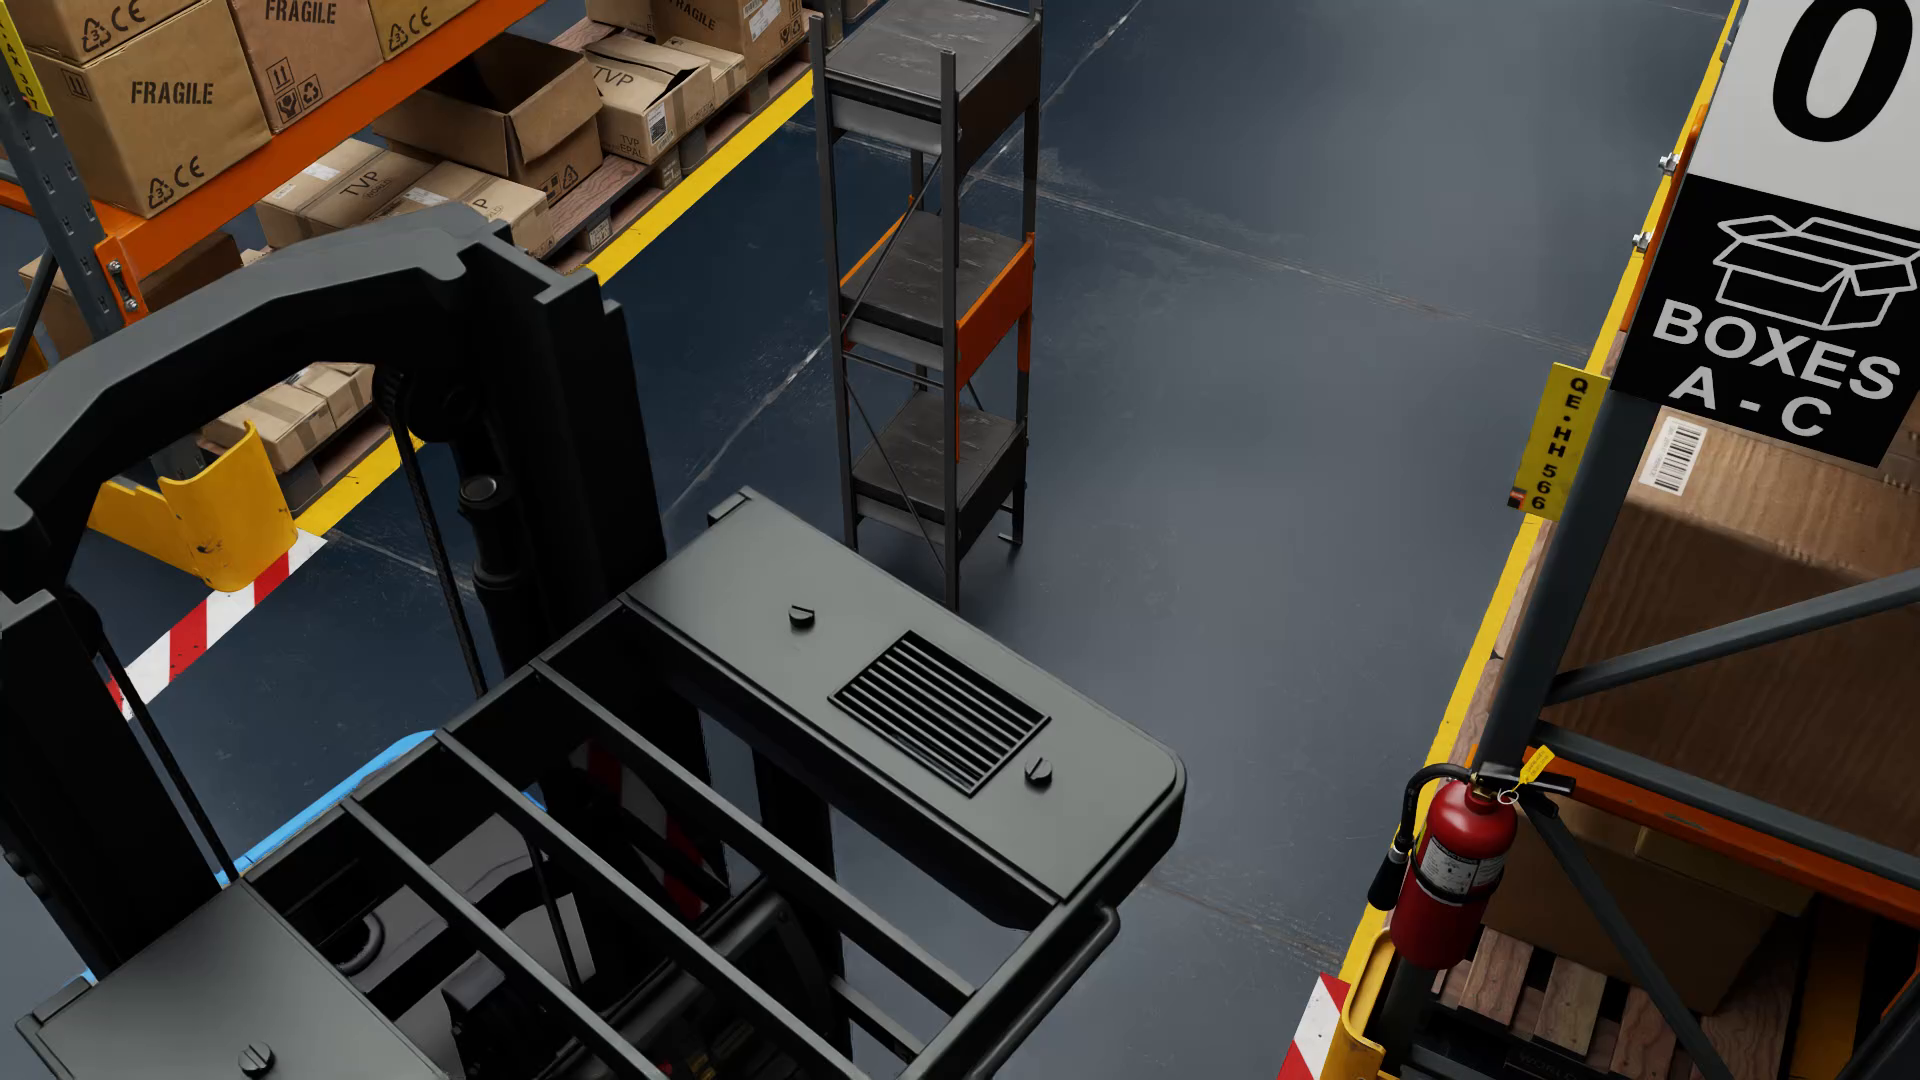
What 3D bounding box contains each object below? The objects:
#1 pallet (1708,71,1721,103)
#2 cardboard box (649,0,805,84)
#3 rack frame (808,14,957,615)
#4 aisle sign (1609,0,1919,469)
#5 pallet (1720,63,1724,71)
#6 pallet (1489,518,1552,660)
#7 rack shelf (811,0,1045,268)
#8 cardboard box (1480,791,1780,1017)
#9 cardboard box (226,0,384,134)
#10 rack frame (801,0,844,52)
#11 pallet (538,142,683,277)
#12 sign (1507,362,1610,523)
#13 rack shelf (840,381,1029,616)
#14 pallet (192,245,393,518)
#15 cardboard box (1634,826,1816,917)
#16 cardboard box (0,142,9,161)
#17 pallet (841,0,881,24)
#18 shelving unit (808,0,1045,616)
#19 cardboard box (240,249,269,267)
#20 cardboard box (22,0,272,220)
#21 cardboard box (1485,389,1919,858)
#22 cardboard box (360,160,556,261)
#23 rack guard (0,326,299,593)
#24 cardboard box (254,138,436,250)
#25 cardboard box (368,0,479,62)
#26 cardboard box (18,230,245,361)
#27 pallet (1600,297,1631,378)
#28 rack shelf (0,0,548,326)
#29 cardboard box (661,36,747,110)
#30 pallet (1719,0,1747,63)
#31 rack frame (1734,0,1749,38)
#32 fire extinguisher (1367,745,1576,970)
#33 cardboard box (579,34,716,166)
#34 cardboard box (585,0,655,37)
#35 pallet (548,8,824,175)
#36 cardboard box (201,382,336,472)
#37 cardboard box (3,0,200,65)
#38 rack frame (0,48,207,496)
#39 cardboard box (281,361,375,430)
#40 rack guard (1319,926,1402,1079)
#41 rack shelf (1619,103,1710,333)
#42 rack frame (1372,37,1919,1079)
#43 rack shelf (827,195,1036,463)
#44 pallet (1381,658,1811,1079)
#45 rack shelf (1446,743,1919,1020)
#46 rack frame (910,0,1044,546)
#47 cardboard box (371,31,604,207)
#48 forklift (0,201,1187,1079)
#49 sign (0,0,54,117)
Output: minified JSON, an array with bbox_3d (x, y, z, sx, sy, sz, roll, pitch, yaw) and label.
[{"bbox_3d":[3.637,-1.532,7.116,1.003,0.211,1.213,20,49,19],"label":"pallet"},{"bbox_3d":[-1.057,-2.458,7.518,0.500,0.500,0.500,20,49,19],"label":"cardboard box"},{"bbox_3d":[-0.190,-0.480,4.748,0.400,2.100,0.015,20,49,19],"label":"rack frame"},{"bbox_3d":[1.190,-0.449,2.257,0.394,0.787,0.004,20,49,19],"label":"aisle sign"},{"bbox_3d":[4.202,-2.304,7.878,1.003,0.211,1.213,20,49,19],"label":"pallet"},{"bbox_3d":[2.358,0.204,5.400,1.003,0.211,1.213,20,49,19],"label":"pallet"},{"bbox_3d":[-0.077,-1.116,4.412,0.431,0.518,0.480,20,49,19],"label":"rack shelf"},{"bbox_3d":[1.725,0.776,4.337,0.700,0.500,0.500,20,49,19],"label":"cardboard box"},{"bbox_3d":[-2.226,-1.669,5.220,0.500,0.500,0.500,20,49,19],"label":"cardboard box"},{"bbox_3d":[-1.044,-3.635,7.233,1.000,3.000,0.127,20,49,19],"label":"rack frame"},{"bbox_3d":[-1.929,-1.450,7.035,1.003,0.211,1.213,20,49,19],"label":"pallet"},{"bbox_3d":[1.015,-0.160,2.818,0.100,0.325,0.005,20,49,19],"label":"sign"},{"bbox_3d":[-0.077,-0.132,5.408,0.431,0.518,0.480,20,49,19],"label":"rack shelf"},{"bbox_3d":[-2.496,-0.685,6.279,1.003,0.211,1.213,20,49,19],"label":"pallet"},{"bbox_3d":[1.844,0.692,3.963,0.380,0.149,0.250,21,49,19],"label":"cardboard box"},{"bbox_3d":[-2.934,-1.522,5.075,0.500,0.500,0.500,22,49,20],"label":"cardboard box"},{"bbox_3d":[-0.700,-3.179,8.744,1.003,0.211,1.213,20,49,19],"label":"pallet"},{"bbox_3d":[-0.077,-0.634,4.900,0.431,2.100,0.503,20,49,19],"label":"shelving unit"},{"bbox_3d":[-2.599,-0.923,6.236,0.380,0.166,0.250,20,49,19],"label":"cardboard box"},{"bbox_3d":[-2.461,-1.342,4.897,0.500,0.500,0.500,21,49,20],"label":"cardboard box"},{"bbox_3d":[1.717,0.089,3.343,0.980,0.700,0.700,23,50,21],"label":"cardboard box"},{"bbox_3d":[-1.933,-1.182,6.433,0.500,0.250,0.500,20,49,19],"label":"cardboard box"},{"bbox_3d":[-2.865,-0.284,5.679,1.175,0.500,0.348,20,49,19],"label":"rack guard"},{"bbox_3d":[-2.399,-1.315,6.565,0.500,0.250,0.500,20,49,19],"label":"cardboard box"},{"bbox_3d":[-1.991,-1.984,5.532,0.500,0.500,0.500,20,49,19],"label":"cardboard box"},{"bbox_3d":[-2.866,-0.814,5.894,0.500,0.500,0.500,20,49,19],"label":"cardboard box"},{"bbox_3d":[2.923,-0.568,6.163,1.003,0.211,1.213,20,49,19],"label":"pallet"},{"bbox_3d":[-1.972,-2.122,6.244,1.077,0.370,4.000,20,49,19],"label":"rack shelf"},{"bbox_3d":[-1.178,-2.078,7.390,0.380,0.149,0.250,20,49,19],"label":"cardboard box"},{"bbox_3d":[1.824,-0.976,2.558,1.003,0.211,1.213,20,49,19],"label":"pallet"},{"bbox_3d":[1.489,-1.590,0.995,1.000,3.000,0.127,20,49,19],"label":"rack frame"},{"bbox_3d":[1.010,0.619,3.345,0.296,0.674,0.183,20,49,19],"label":"fire extinguisher"},{"bbox_3d":[-1.405,-1.919,7.119,0.500,0.311,0.500,20,49,19],"label":"cardboard box"},{"bbox_3d":[-1.430,-2.651,7.842,0.500,0.311,0.500,20,49,19],"label":"cardboard box"},{"bbox_3d":[-1.363,-2.222,7.798,1.003,0.211,1.213,20,49,19],"label":"pallet"},{"bbox_3d":[-2.402,-0.417,5.749,0.380,0.149,0.250,20,49,19],"label":"cardboard box"},{"bbox_3d":[-2.461,-1.694,4.542,0.500,0.500,0.500,22,49,20],"label":"cardboard box"},{"bbox_3d":[-2.901,-1.115,4.743,1.000,3.000,0.127,20,49,19],"label":"rack frame"},{"bbox_3d":[-2.286,-0.581,5.898,0.380,0.166,0.250,20,49,19],"label":"cardboard box"},{"bbox_3d":[1.478,1.412,4.003,1.175,0.500,0.348,20,49,19],"label":"rack guard"},{"bbox_3d":[2.417,-1.543,3.563,1.077,0.370,4.000,20,49,19],"label":"rack shelf"},{"bbox_3d":[1.489,0.519,3.129,1.000,3.000,0.127,20,49,19],"label":"rack frame"},{"bbox_3d":[-0.077,-0.624,4.910,0.431,0.518,0.480,20,49,19],"label":"rack shelf"},{"bbox_3d":[1.791,0.969,4.644,1.003,0.211,1.213,20,49,19],"label":"pallet"},{"bbox_3d":[2.417,-0.489,4.630,1.077,0.370,4.000,20,49,19],"label":"rack shelf"},{"bbox_3d":[0.036,-0.788,5.052,0.400,2.100,0.015,20,49,19],"label":"rack frame"},{"bbox_3d":[-1.911,-1.726,6.793,0.797,0.503,0.637,20,49,19],"label":"cardboard box"},{"bbox_3d":[-0.410,1.076,2.626,3.031,2.935,1.130,31,53,27],"label":"forklift"},{"bbox_3d":[-2.420,-1.240,4.258,0.100,0.325,0.005,20,49,19],"label":"sign"}]
